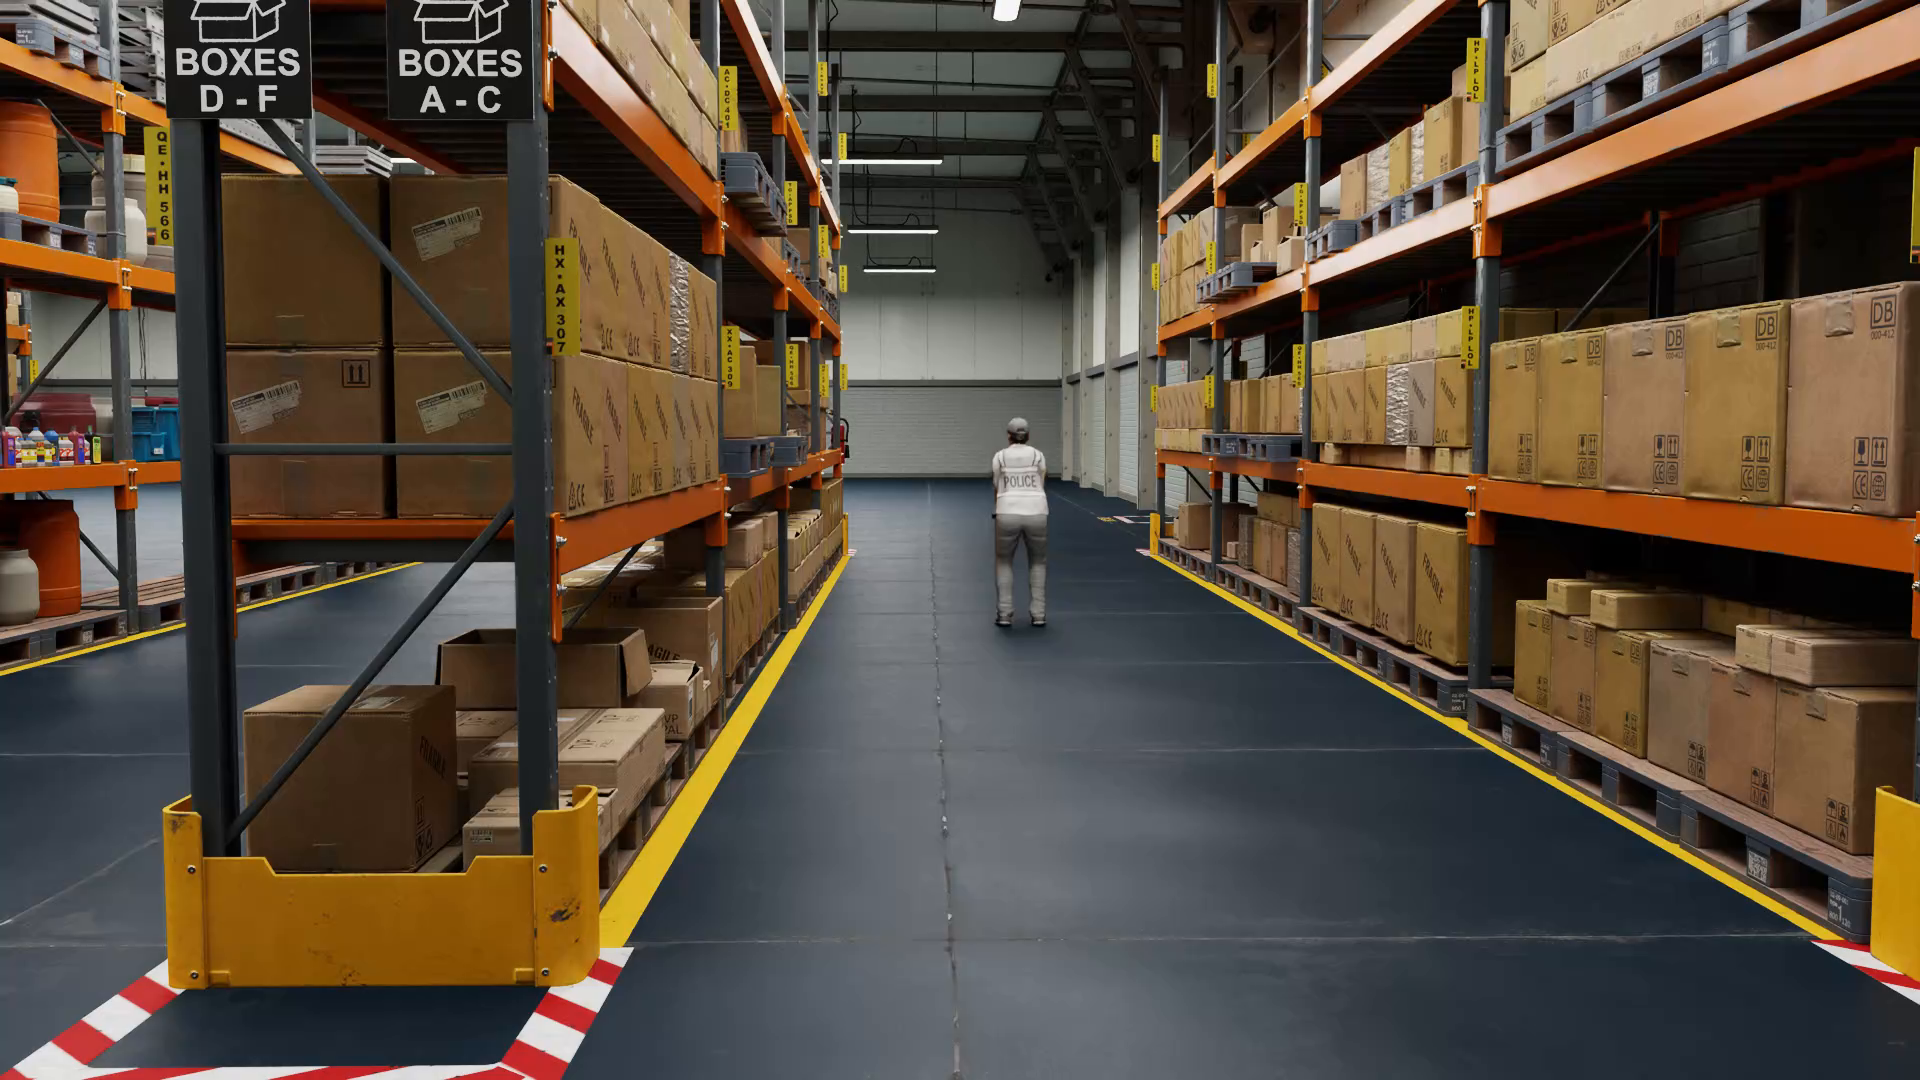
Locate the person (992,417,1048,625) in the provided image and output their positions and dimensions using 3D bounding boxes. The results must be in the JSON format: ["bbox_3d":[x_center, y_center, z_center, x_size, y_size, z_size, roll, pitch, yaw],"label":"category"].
[{"bbox_3d":[0.473,-0.148,13.283,0.452,1.660,0.560,0,4,-2],"label":"person"}]
